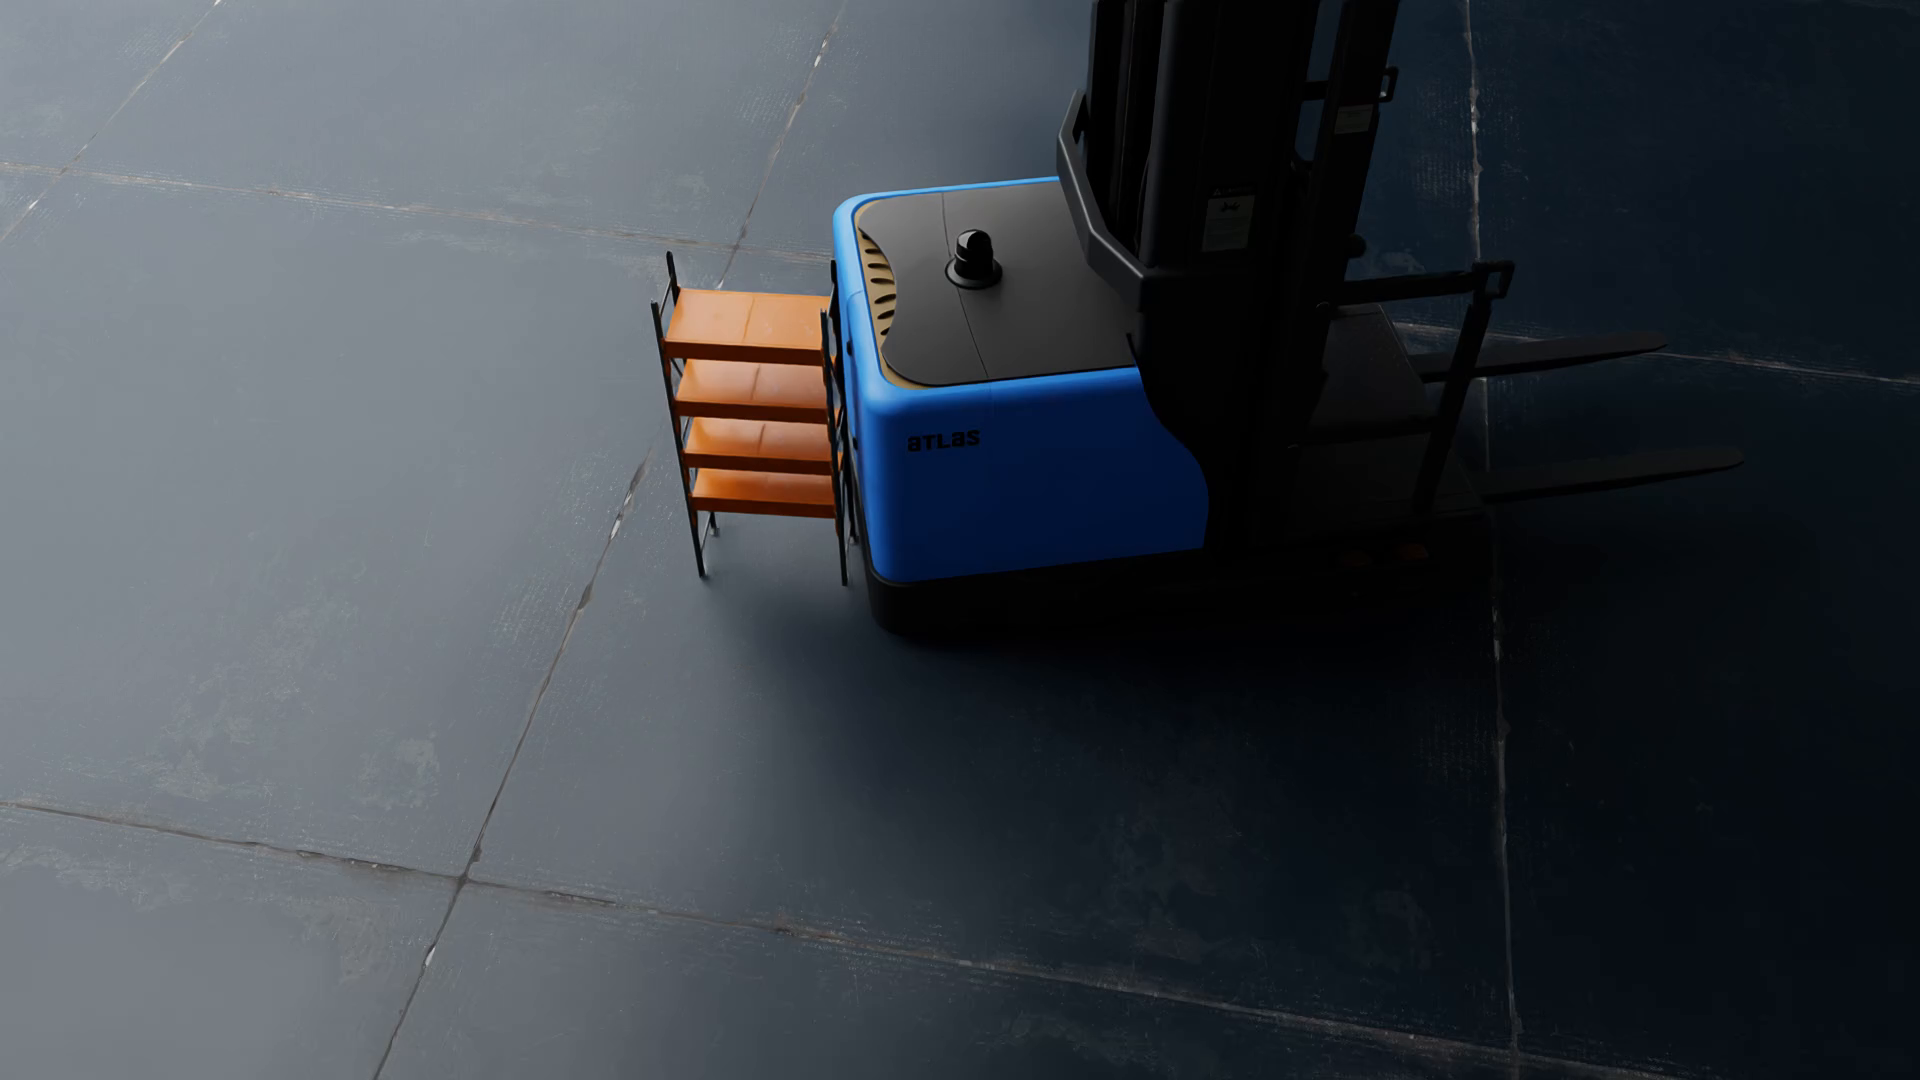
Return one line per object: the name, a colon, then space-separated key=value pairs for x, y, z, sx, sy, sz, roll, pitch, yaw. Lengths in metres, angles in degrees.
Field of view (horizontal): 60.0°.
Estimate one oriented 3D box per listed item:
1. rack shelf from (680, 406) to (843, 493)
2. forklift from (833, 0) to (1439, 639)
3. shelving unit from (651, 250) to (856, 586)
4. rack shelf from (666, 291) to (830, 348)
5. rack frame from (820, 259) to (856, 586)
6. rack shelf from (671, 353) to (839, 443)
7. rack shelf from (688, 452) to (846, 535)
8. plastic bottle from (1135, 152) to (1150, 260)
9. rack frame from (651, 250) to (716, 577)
rack shelf: x=-13.956 y=-2.748 z=6.601 sx=27.500 sy=1.490 sz=3.388 roll=4 pitch=48 yaw=3
forklift: x=0.605 y=-1.089 z=4.801 sx=1.939 sy=2.867 sz=1.129 roll=-7 pitch=48 yaw=-6
shelving unit: x=-13.950 y=-2.594 z=6.771 sx=27.512 sy=1.949 sz=3.388 roll=4 pitch=48 yaw=3
rack shelf: x=-0.623 y=-0.638 z=4.935 sx=0.457 sy=0.050 sz=0.221 roll=4 pitch=48 yaw=3
rack frame: x=-0.380 y=-0.334 z=5.243 sx=0.015 sy=1.200 sz=0.240 roll=4 pitch=48 yaw=3
rack shelf: x=-0.623 y=-0.453 z=5.141 sx=0.480 sy=0.148 sz=0.258 roll=4 pitch=48 yaw=3
rack shelf: x=-0.623 y=-0.171 z=5.455 sx=0.480 sy=0.148 sz=0.258 roll=4 pitch=48 yaw=3
plastic bottle: x=-18.167 y=-5.025 z=8.809 sx=39.379 sy=1.202 sz=4.394 roll=8 pitch=49 yaw=7
rack frame: x=-0.866 y=-0.364 z=5.270 sx=0.015 sy=1.200 sz=0.240 roll=4 pitch=48 yaw=3
